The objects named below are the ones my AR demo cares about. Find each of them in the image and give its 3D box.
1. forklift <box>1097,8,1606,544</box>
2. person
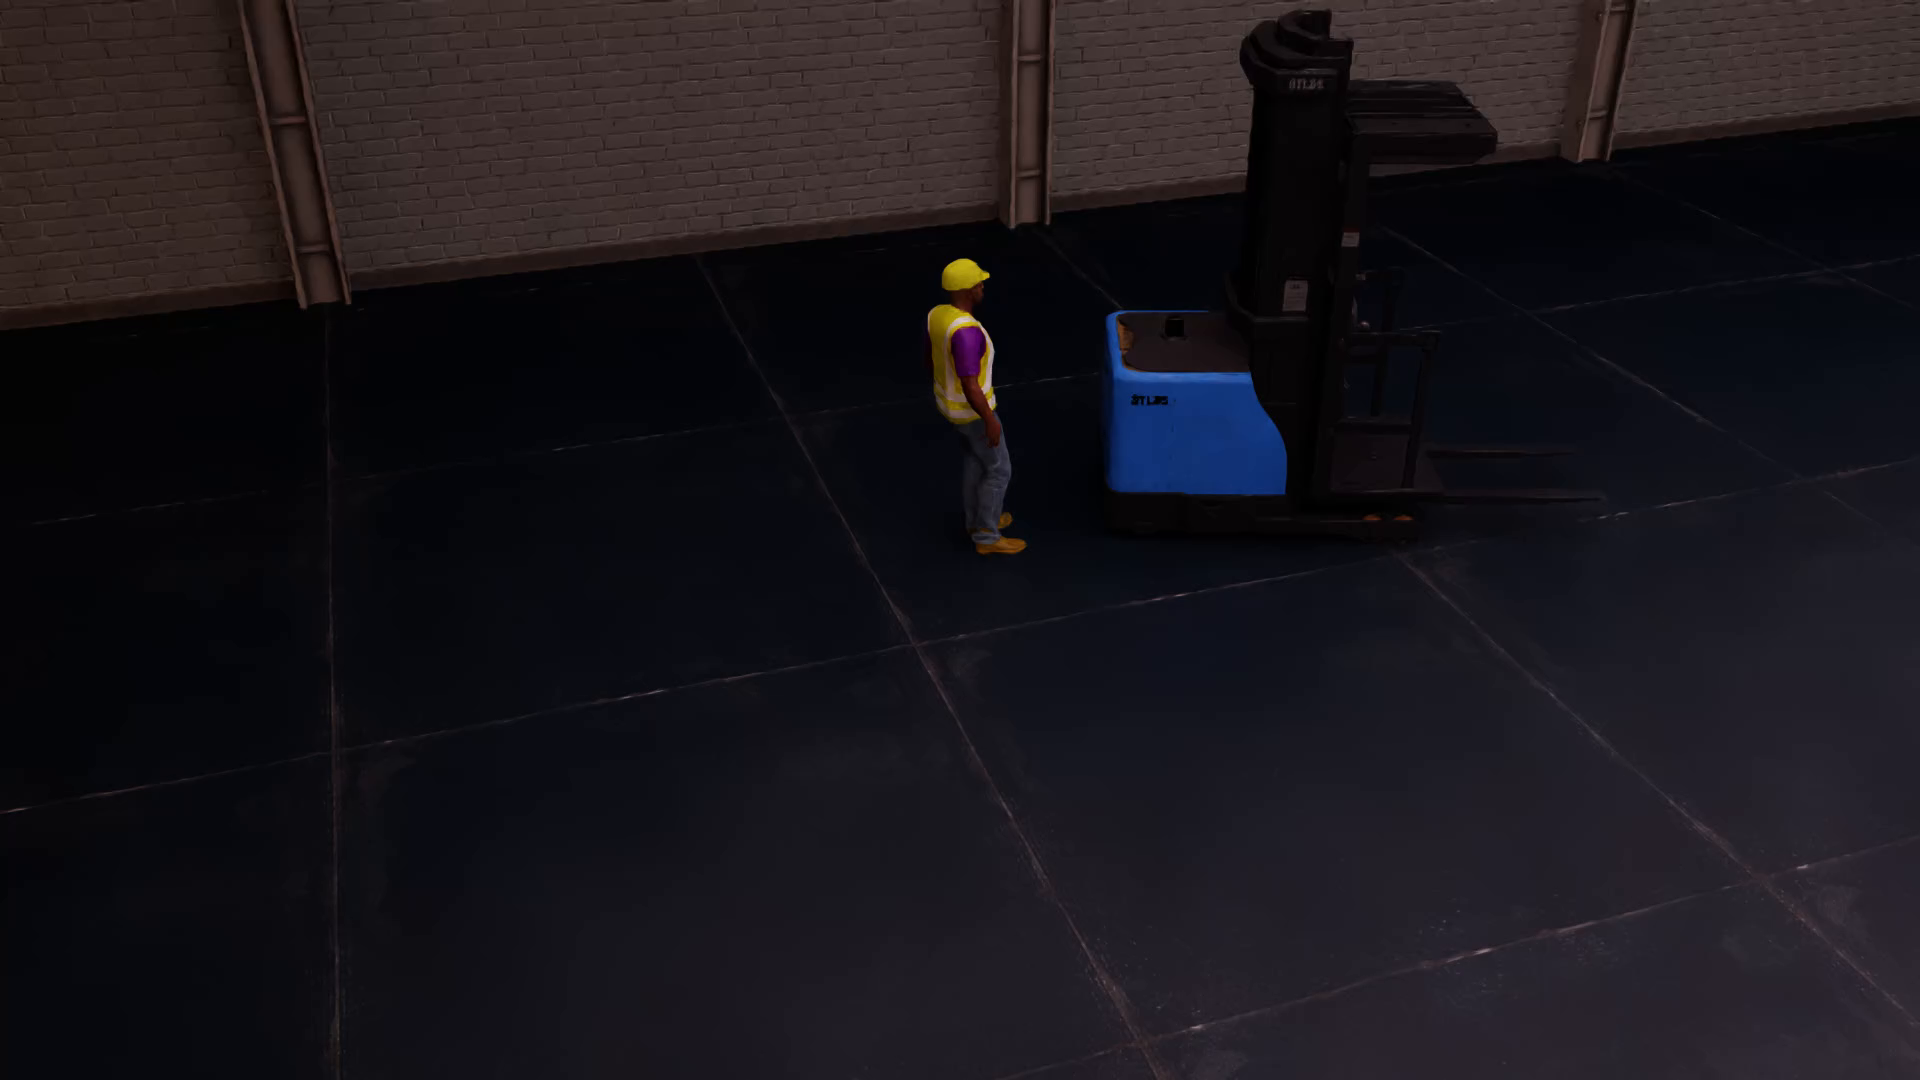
[{"bbox_3d":[2.394,-1.519,9.726,3.031,2.935,1.130,1,30,1],"label":"forklift"},{"bbox_3d":[0.100,-0.788,9.653,0.511,1.753,0.716,-11,32,-19],"label":"person"}]
